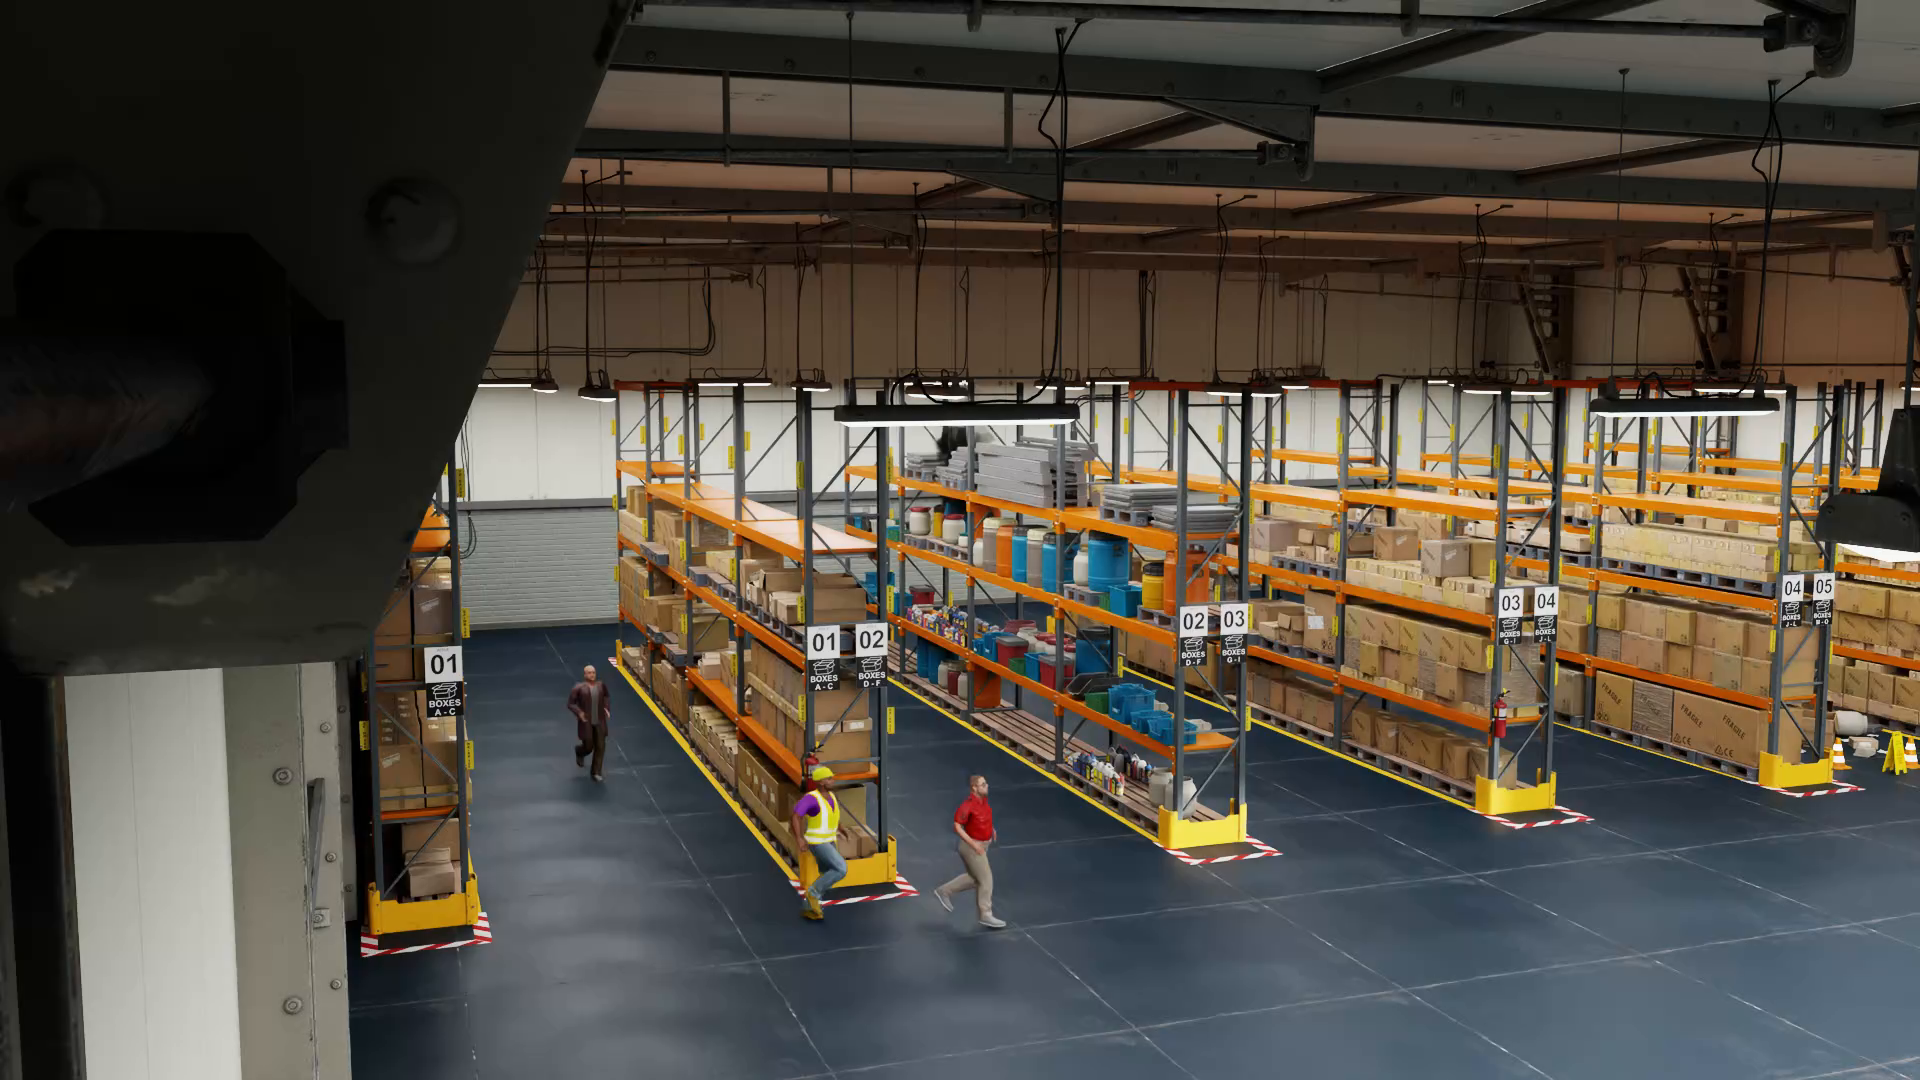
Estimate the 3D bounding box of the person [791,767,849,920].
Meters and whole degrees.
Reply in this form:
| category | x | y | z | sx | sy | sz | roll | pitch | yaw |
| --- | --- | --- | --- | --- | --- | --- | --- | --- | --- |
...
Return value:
| category | x | y | z | sx | sy | sz | roll | pitch | yaw |
| --- | --- | --- | --- | --- | --- | --- | --- | --- | --- |
| person | -1.537 | 3.466 | 19.081 | 0.607 | 1.695 | 0.737 | 2 | 6 | 20 |

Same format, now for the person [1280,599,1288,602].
| category | x | y | z | sx | sy | sz | roll | pitch | yaw |
| --- | --- | --- | --- | --- | --- | --- | --- | --- | --- |
| person | 6.521 | 1.990 | 33.266 | 0.559 | 1.629 | 0.582 | -3 | 7 | -23 |

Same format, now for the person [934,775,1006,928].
| category | x | y | z | sx | sy | sz | roll | pitch | yaw |
| --- | --- | --- | --- | --- | --- | --- | --- | --- | --- |
| person | 0.119 | 3.486 | 18.780 | 0.840 | 1.724 | 0.659 | 2 | 6 | 16 |

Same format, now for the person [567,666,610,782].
| category | x | y | z | sx | sy | sz | roll | pitch | yaw |
| --- | --- | --- | --- | --- | --- | --- | --- | --- | --- |
| person | -5.625 | 2.783 | 25.390 | 0.710 | 1.750 | 0.888 | -4 | 7 | -33 |

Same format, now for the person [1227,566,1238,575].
| category | x | y | z | sx | sy | sz | roll | pitch | yaw |
| --- | --- | --- | --- | --- | --- | --- | --- | --- | --- |
| person | 6.798 | 1.130 | 41.307 | 0.925 | 1.680 | 0.590 | -2 | 6 | -17 |
